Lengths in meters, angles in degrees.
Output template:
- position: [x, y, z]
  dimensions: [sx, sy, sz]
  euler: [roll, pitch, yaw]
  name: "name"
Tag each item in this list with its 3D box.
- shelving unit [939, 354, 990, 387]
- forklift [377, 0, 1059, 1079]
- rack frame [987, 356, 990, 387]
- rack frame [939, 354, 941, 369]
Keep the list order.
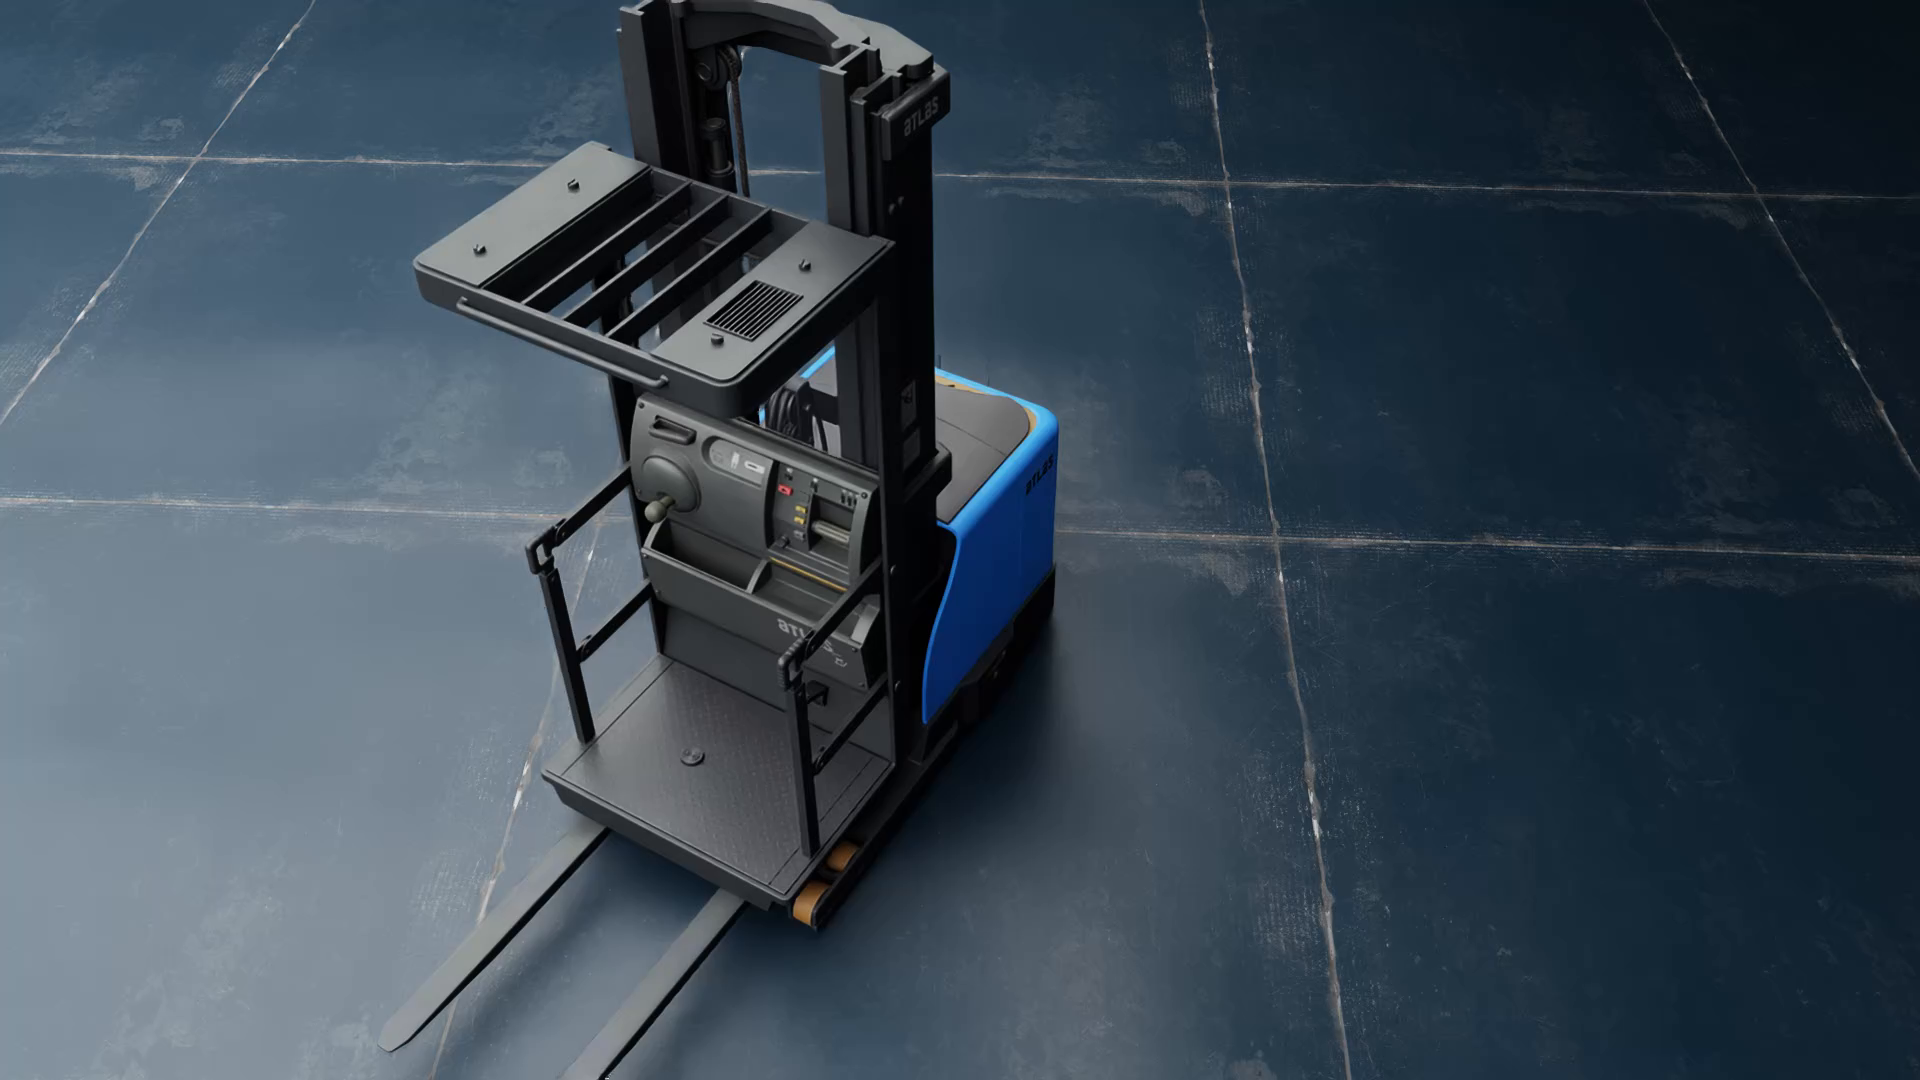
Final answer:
- position: [0.010, -0.347, 7.047]
  dimensions: [0.210, 0.900, 0.258]
  euler: [3, 43, 3]
  name: "shelving unit"
- position: [-0.796, -0.076, 5.267]
  dimensions: [1.130, 2.935, 3.031]
  euler: [22, 47, 22]
  name: "forklift"
- position: [0.112, -0.342, 7.042]
  dimensions: [0.006, 0.900, 0.240]
  euler: [3, 43, 3]
  name: "rack frame"
- position: [-0.091, -0.351, 7.052]
  dimensions: [0.006, 0.900, 0.240]
  euler: [3, 43, 3]
  name: "rack frame"
